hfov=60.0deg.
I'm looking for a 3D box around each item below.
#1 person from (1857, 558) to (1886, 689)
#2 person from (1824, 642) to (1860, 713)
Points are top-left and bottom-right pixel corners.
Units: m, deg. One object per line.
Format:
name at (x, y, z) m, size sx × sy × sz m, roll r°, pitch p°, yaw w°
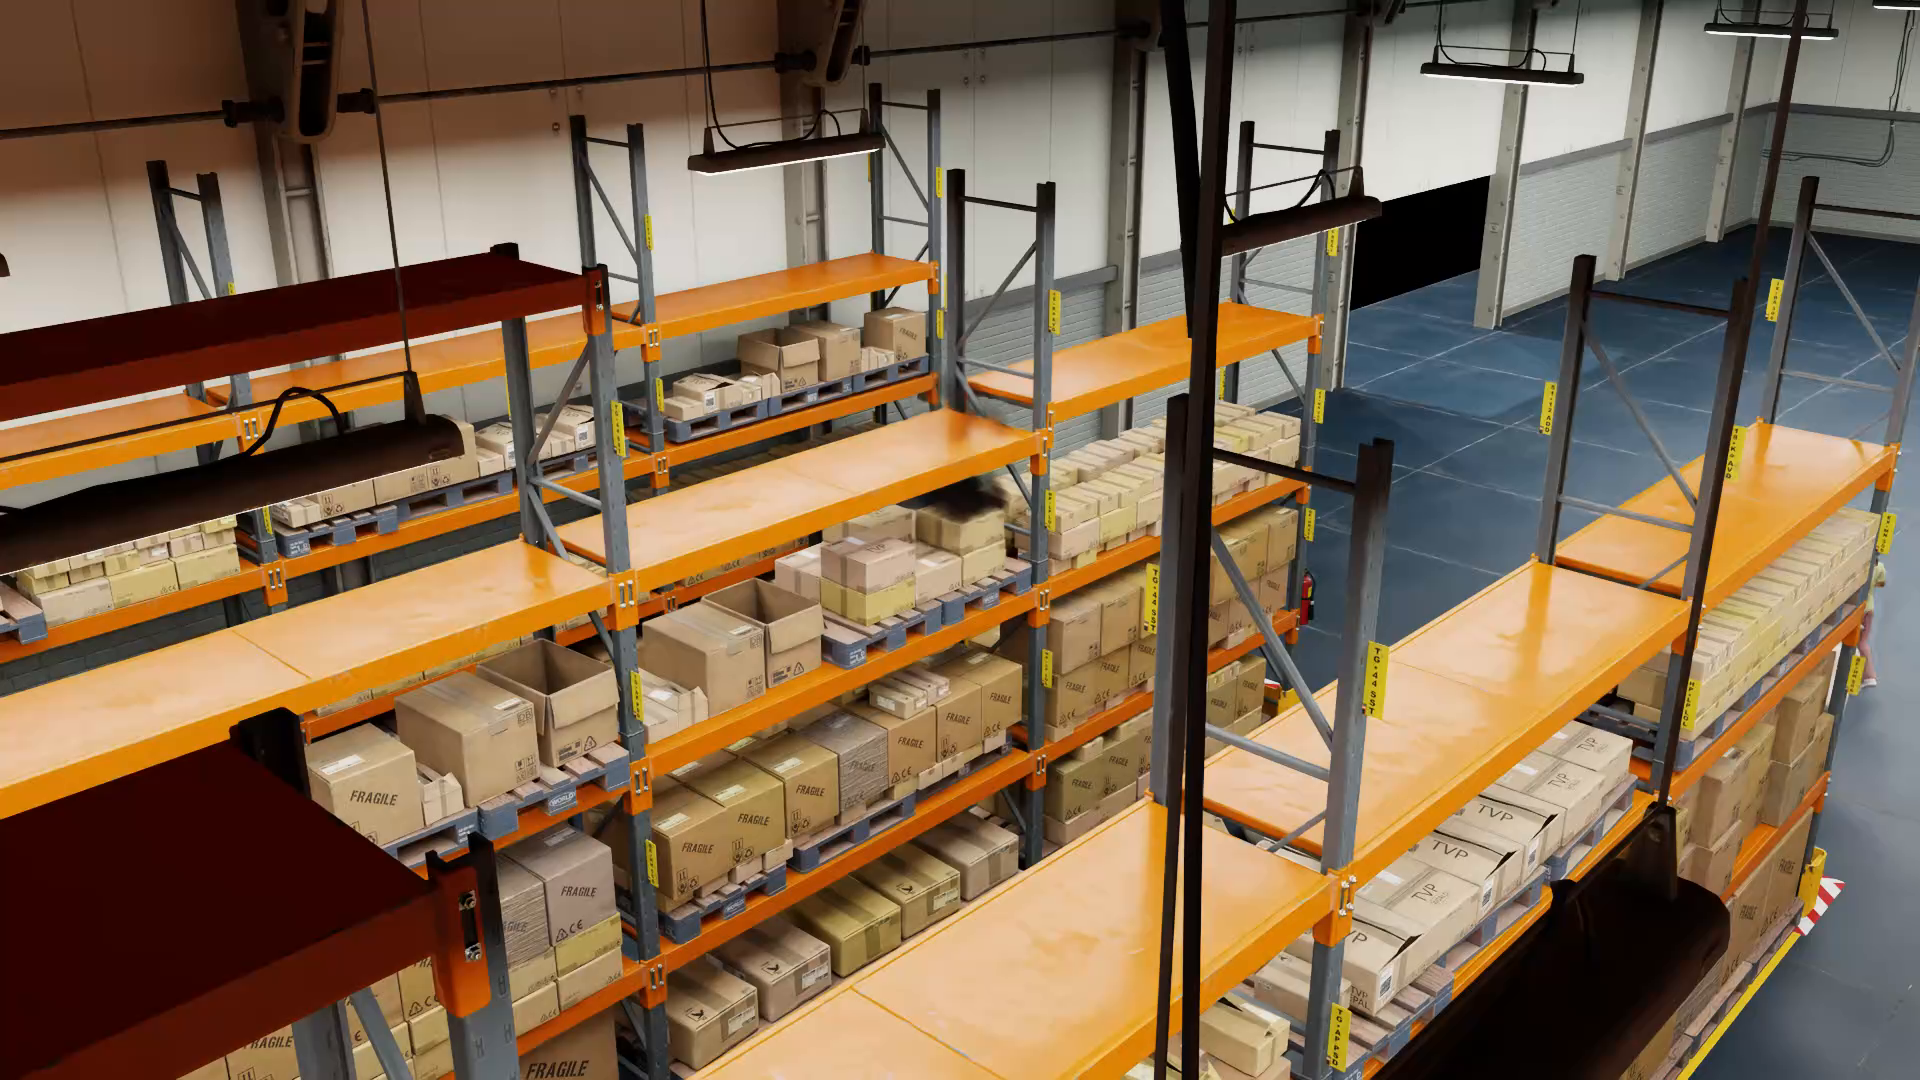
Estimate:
person at (9.545, 0.767, 17.695) m, size 0.566 × 1.683 × 0.917 m, roll -4°, pitch 22°, yaw -9°
person at (8.175, 1.458, 15.874) m, size 0.687 × 1.729 × 0.679 m, roll 2°, pitch 21°, yaw 6°
